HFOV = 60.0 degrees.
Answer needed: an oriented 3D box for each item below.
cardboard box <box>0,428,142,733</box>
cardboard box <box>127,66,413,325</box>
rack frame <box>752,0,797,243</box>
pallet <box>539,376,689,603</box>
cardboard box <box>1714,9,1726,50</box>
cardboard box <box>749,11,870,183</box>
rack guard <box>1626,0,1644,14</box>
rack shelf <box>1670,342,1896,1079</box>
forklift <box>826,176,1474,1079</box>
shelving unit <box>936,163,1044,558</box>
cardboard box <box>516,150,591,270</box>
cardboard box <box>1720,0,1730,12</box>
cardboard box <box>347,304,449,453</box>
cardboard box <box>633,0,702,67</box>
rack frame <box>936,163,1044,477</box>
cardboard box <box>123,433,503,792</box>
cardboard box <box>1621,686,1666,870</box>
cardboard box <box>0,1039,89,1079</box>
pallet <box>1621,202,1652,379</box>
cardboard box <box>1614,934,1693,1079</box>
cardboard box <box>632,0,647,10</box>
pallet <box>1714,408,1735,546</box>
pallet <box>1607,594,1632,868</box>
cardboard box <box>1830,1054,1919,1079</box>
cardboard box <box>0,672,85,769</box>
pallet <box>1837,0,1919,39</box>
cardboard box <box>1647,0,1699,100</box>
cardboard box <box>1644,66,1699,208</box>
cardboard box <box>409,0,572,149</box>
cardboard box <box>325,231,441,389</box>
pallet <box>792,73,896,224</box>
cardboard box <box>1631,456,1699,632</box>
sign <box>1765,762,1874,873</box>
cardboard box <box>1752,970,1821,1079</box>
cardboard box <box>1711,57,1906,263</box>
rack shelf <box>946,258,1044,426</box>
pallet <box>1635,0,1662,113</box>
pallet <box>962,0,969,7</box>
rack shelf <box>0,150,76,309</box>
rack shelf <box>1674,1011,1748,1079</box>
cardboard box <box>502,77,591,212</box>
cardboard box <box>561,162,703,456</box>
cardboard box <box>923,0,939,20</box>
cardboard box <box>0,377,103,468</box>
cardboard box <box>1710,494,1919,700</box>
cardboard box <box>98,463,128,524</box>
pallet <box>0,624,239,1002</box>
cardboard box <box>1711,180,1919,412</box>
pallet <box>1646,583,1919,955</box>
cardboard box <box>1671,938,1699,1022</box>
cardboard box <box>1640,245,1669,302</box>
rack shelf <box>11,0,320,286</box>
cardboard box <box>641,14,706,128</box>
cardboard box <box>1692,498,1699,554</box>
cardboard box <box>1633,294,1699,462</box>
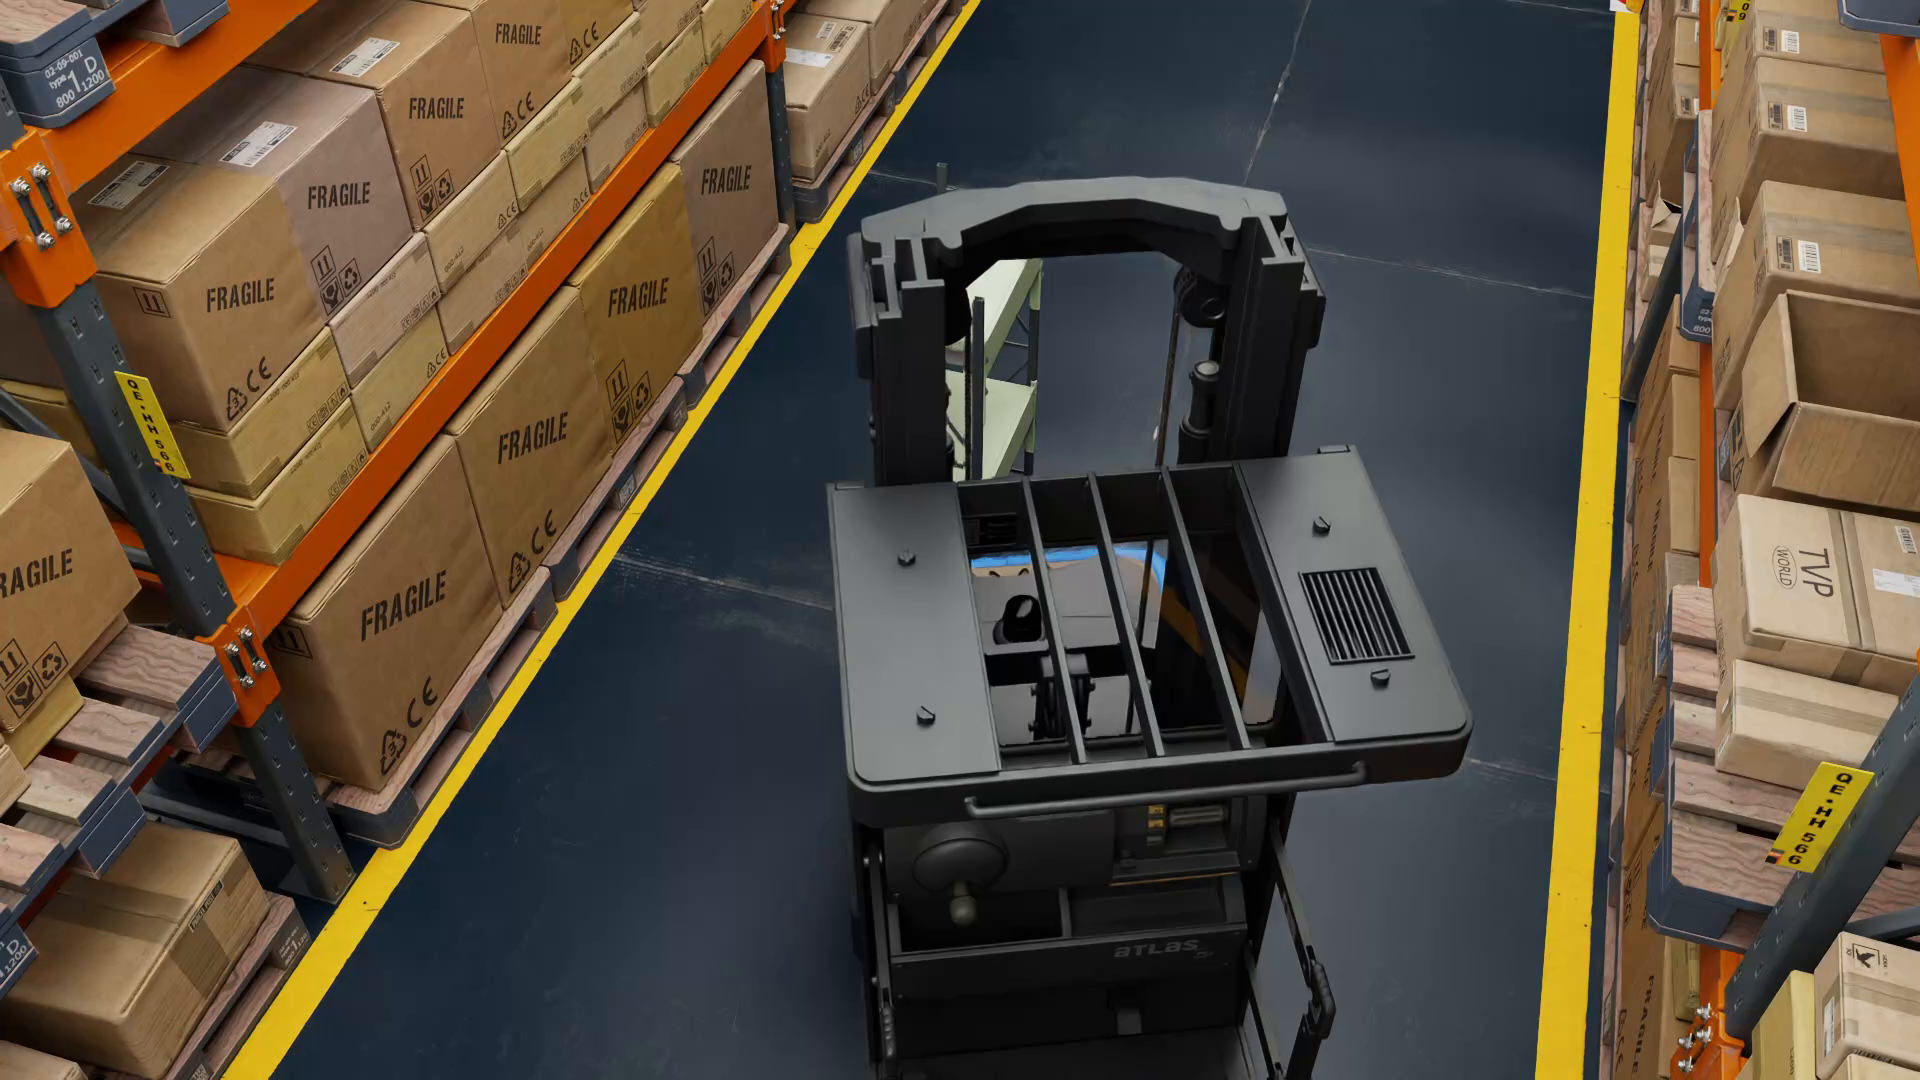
[{"bbox_3d":[-2.394,0.065,3.954,0.500,0.500,0.500,11,46,11],"label":"cardboard box"},{"bbox_3d":[-1.998,-1.007,4.848,0.500,0.500,0.500,13,46,13],"label":"cardboard box"},{"bbox_3d":[-1.310,-2.671,7.335,1.000,3.000,0.127,13,46,13],"label":"rack frame"},{"bbox_3d":[-1.840,-0.328,6.934,1.003,0.211,1.213,13,46,13],"label":"pallet"},{"bbox_3d":[3.391,-2.155,6.987,0.380,0.149,0.250,14,46,14],"label":"cardboard box"},{"bbox_3d":[-1.018,-2.301,8.488,0.875,0.438,0.875,12,46,12],"label":"cardboard box"},{"bbox_3d":[4.610,-3.344,9.810,1.175,0.500,0.348,13,46,13],"label":"rack guard"},{"bbox_3d":[2.816,-0.032,5.152,1.077,0.370,4.000,13,46,13],"label":"rack shelf"},{"bbox_3d":[0.304,0.792,3.845,1.130,2.935,3.031,-4,45,-5],"label":"forklift"},{"bbox_3d":[-0.002,-0.532,6.221,0.431,1.500,0.755,13,46,12],"label":"shelving unit"},{"bbox_3d":[-1.685,-1.248,5.988,0.500,0.250,0.500,13,46,13],"label":"cardboard box"},{"bbox_3d":[3.481,-2.403,6.955,0.500,0.250,0.500,13,46,13],"label":"cardboard box"},{"bbox_3d":[-1.995,-0.570,5.295,0.500,0.250,0.500,11,46,11],"label":"cardboard box"},{"bbox_3d":[-1.356,-2.116,6.517,0.500,0.250,0.500,14,46,13],"label":"cardboard box"},{"bbox_3d":[0.109,-0.776,6.470,0.400,1.500,0.023,13,46,12],"label":"rack frame"},{"bbox_3d":[-2.233,0.162,5.659,0.875,0.875,0.875,12,46,12],"label":"cardboard box"},{"bbox_3d":[2.451,0.779,5.296,0.500,0.500,0.500,14,46,14],"label":"cardboard box"},{"bbox_3d":[-2.918,1.653,4.495,0.950,0.372,0.625,12,46,12],"label":"cardboard box"},{"bbox_3d":[3.630,-1.083,7.706,1.003,0.211,1.213,13,46,13],"label":"pallet"},{"bbox_3d":[2.133,1.460,4.600,0.500,0.500,0.500,14,46,14],"label":"cardboard box"},{"bbox_3d":[-1.356,-2.366,6.237,0.500,0.500,0.500,13,46,13],"label":"cardboard box"},{"bbox_3d":[2.795,-0.184,4.931,1.003,0.211,1.213,13,46,13],"label":"pallet"},{"bbox_3d":[2.843,0.741,5.842,1.003,0.211,1.213,13,46,13],"label":"pallet"},{"bbox_3d":[1.753,1.105,2.941,0.380,0.149,0.250,13,46,13],"label":"cardboard box"},{"bbox_3d":[-2.409,0.398,4.078,0.380,0.149,0.250,13,46,13],"label":"cardboard box"},{"bbox_3d":[2.846,-1.515,4.143,1.213,0.211,1.003,13,46,13],"label":"pallet"},{"bbox_3d":[4.061,-2.596,8.745,0.700,0.500,0.500,14,46,14],"label":"cardboard box"},{"bbox_3d":[3.747,-1.904,8.038,0.700,0.500,0.500,11,45,11],"label":"cardboard box"},{"bbox_3d":[-1.671,-1.684,5.540,0.500,0.500,0.500,13,46,13],"label":"cardboard box"},{"bbox_3d":[-1.975,-0.759,5.131,0.500,0.250,0.500,14,46,13],"label":"cardboard box"},{"bbox_3d":[-1.006,-2.164,8.811,1.003,0.211,1.213,13,46,13],"label":"pallet"},{"bbox_3d":[2.753,0.085,6.006,0.500,0.500,0.500,11,45,11],"label":"cardboard box"},{"bbox_3d":[1.690,0.550,3.272,0.100,0.325,0.005,13,46,13],"label":"sign"},{"bbox_3d":[1.819,1.158,3.172,0.500,0.250,0.500,12,46,12],"label":"cardboard box"},{"bbox_3d":[2.905,-1.187,5.447,0.700,0.500,0.500,13,46,13],"label":"cardboard box"},{"bbox_3d":[-0.002,-0.811,5.948,0.431,0.370,0.720,13,46,12],"label":"rack shelf"},{"bbox_3d":[4.369,-2.709,9.368,1.003,0.211,1.213,13,46,13],"label":"pallet"},{"bbox_3d":[-0.267,-3.791,10.473,1.003,0.211,1.213,13,46,13],"label":"pallet"},{"bbox_3d":[-3.127,0.514,2.450,1.077,0.370,4.000,13,46,13],"label":"rack shelf"},{"bbox_3d":[1.604,2.635,2.427,1.077,0.370,4.000,13,46,13],"label":"rack shelf"},{"bbox_3d":[-1.646,-1.424,5.811,0.500,0.250,0.500,13,46,13],"label":"cardboard box"},{"bbox_3d":[-1.688,-1.027,6.874,0.875,0.875,0.875,14,46,14],"label":"cardboard box"},{"bbox_3d":[-0.473,-3.498,9.712,0.875,0.438,0.875,14,46,14],"label":"cardboard box"},{"bbox_3d":[-2.617,-0.506,4.872,0.500,0.250,0.500,12,46,12],"label":"cardboard box"},{"bbox_3d":[2.221,0.176,4.232,0.500,0.250,0.500,11,45,11],"label":"cardboard box"},{"bbox_3d":[-2.616,-0.343,5.063,0.500,0.250,0.500,11,45,11],"label":"cardboard box"},{"bbox_3d":[-2.636,0.562,4.169,1.213,0.211,1.003,13,46,13],"label":"pallet"},{"bbox_3d":[2.667,-0.664,4.912,0.700,0.500,0.500,12,46,12],"label":"cardboard box"},{"bbox_3d":[2.348,0.646,4.082,1.213,0.211,1.003,13,46,13],"label":"pallet"},{"bbox_3d":[2.118,1.173,4.430,0.380,0.149,0.250,10,45,11],"label":"cardboard box"},{"bbox_3d":[3.310,-1.187,7.556,0.380,0.149,0.250,11,45,11],"label":"cardboard box"},{"bbox_3d":[-1.916,-2.153,5.175,1.077,0.370,4.000,13,46,13],"label":"rack shelf"},{"bbox_3d":[-1.361,-1.926,6.680,0.500,0.250,0.500,12,46,12],"label":"cardboard box"},{"bbox_3d":[2.723,-0.044,5.674,0.380,0.149,0.250,14,46,14],"label":"cardboard box"},{"bbox_3d":[3.060,-0.604,6.709,0.500,0.500,0.500,14,46,14],"label":"cardboard box"}]
